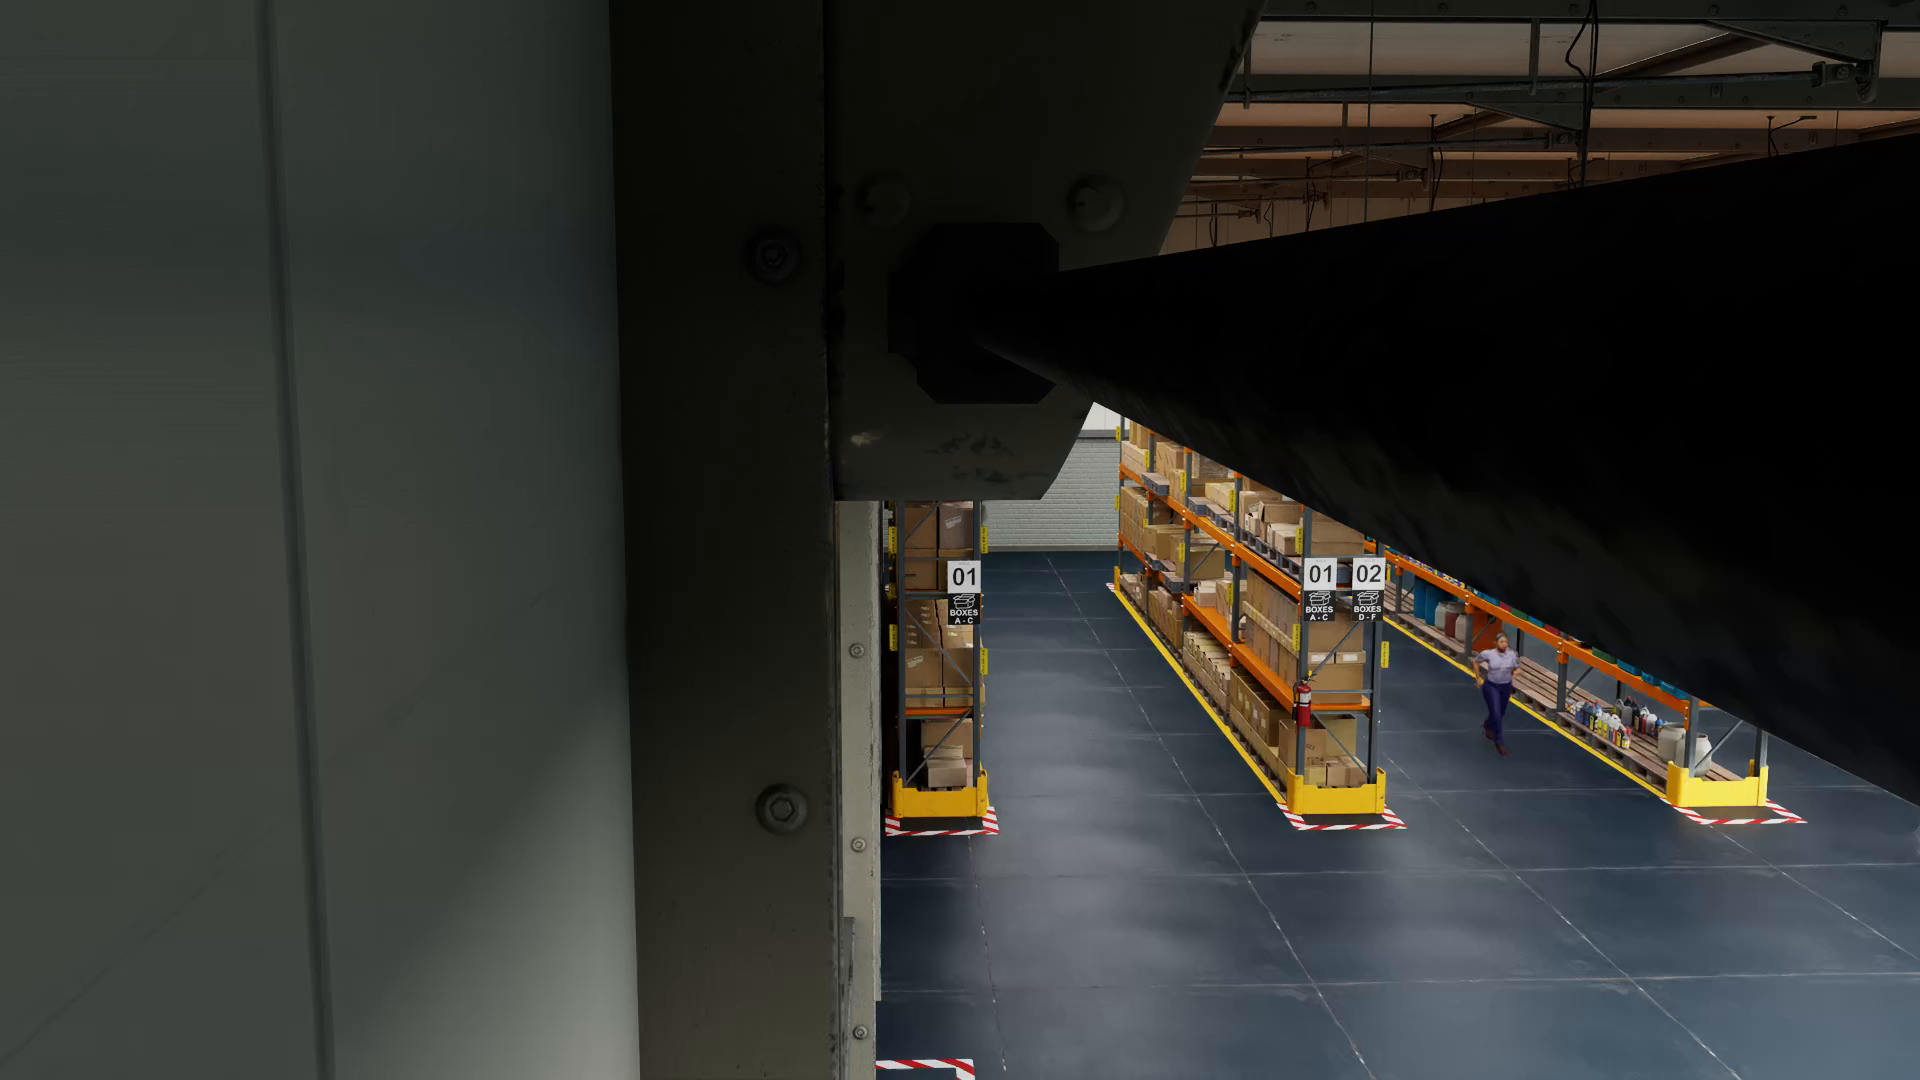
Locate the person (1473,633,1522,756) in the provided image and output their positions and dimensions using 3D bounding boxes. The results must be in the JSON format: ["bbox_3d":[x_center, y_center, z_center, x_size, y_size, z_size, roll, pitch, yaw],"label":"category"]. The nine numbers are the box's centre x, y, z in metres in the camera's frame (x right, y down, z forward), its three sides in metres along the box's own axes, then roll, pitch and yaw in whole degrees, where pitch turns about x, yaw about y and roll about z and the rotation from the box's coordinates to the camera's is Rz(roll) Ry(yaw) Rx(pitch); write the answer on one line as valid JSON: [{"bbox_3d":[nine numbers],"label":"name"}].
[{"bbox_3d":[7.598,2.122,23.513,0.599,1.651,0.937,-1,8,-8],"label":"person"}]
